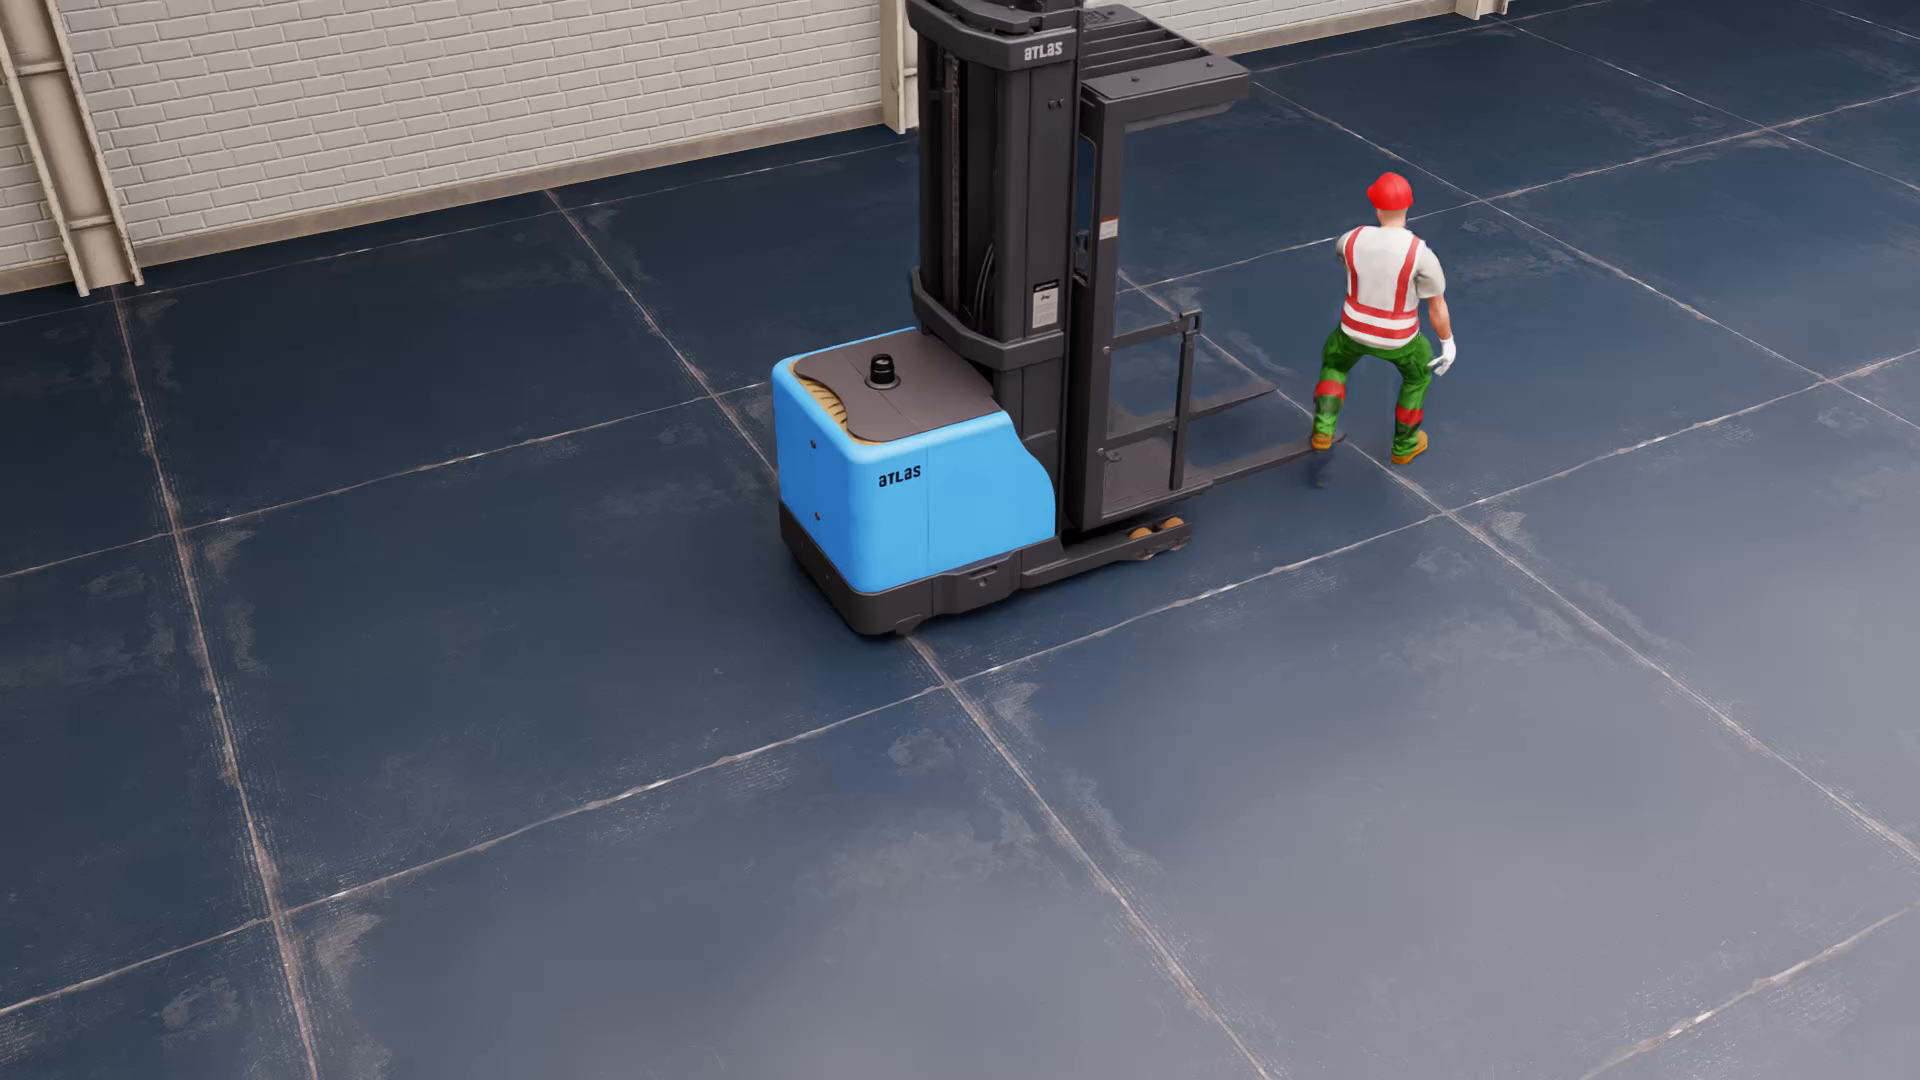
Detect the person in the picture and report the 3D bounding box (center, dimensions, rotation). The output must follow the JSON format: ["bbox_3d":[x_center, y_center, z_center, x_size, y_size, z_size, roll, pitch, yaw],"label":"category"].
[{"bbox_3d":[2.277,-1.124,8.774,0.719,1.722,0.720,16,38,21],"label":"person"}]

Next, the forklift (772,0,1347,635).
[{"bbox_3d":[0.622,-1.342,8.022,3.031,2.935,1.130,-17,39,-23],"label":"forklift"}]
